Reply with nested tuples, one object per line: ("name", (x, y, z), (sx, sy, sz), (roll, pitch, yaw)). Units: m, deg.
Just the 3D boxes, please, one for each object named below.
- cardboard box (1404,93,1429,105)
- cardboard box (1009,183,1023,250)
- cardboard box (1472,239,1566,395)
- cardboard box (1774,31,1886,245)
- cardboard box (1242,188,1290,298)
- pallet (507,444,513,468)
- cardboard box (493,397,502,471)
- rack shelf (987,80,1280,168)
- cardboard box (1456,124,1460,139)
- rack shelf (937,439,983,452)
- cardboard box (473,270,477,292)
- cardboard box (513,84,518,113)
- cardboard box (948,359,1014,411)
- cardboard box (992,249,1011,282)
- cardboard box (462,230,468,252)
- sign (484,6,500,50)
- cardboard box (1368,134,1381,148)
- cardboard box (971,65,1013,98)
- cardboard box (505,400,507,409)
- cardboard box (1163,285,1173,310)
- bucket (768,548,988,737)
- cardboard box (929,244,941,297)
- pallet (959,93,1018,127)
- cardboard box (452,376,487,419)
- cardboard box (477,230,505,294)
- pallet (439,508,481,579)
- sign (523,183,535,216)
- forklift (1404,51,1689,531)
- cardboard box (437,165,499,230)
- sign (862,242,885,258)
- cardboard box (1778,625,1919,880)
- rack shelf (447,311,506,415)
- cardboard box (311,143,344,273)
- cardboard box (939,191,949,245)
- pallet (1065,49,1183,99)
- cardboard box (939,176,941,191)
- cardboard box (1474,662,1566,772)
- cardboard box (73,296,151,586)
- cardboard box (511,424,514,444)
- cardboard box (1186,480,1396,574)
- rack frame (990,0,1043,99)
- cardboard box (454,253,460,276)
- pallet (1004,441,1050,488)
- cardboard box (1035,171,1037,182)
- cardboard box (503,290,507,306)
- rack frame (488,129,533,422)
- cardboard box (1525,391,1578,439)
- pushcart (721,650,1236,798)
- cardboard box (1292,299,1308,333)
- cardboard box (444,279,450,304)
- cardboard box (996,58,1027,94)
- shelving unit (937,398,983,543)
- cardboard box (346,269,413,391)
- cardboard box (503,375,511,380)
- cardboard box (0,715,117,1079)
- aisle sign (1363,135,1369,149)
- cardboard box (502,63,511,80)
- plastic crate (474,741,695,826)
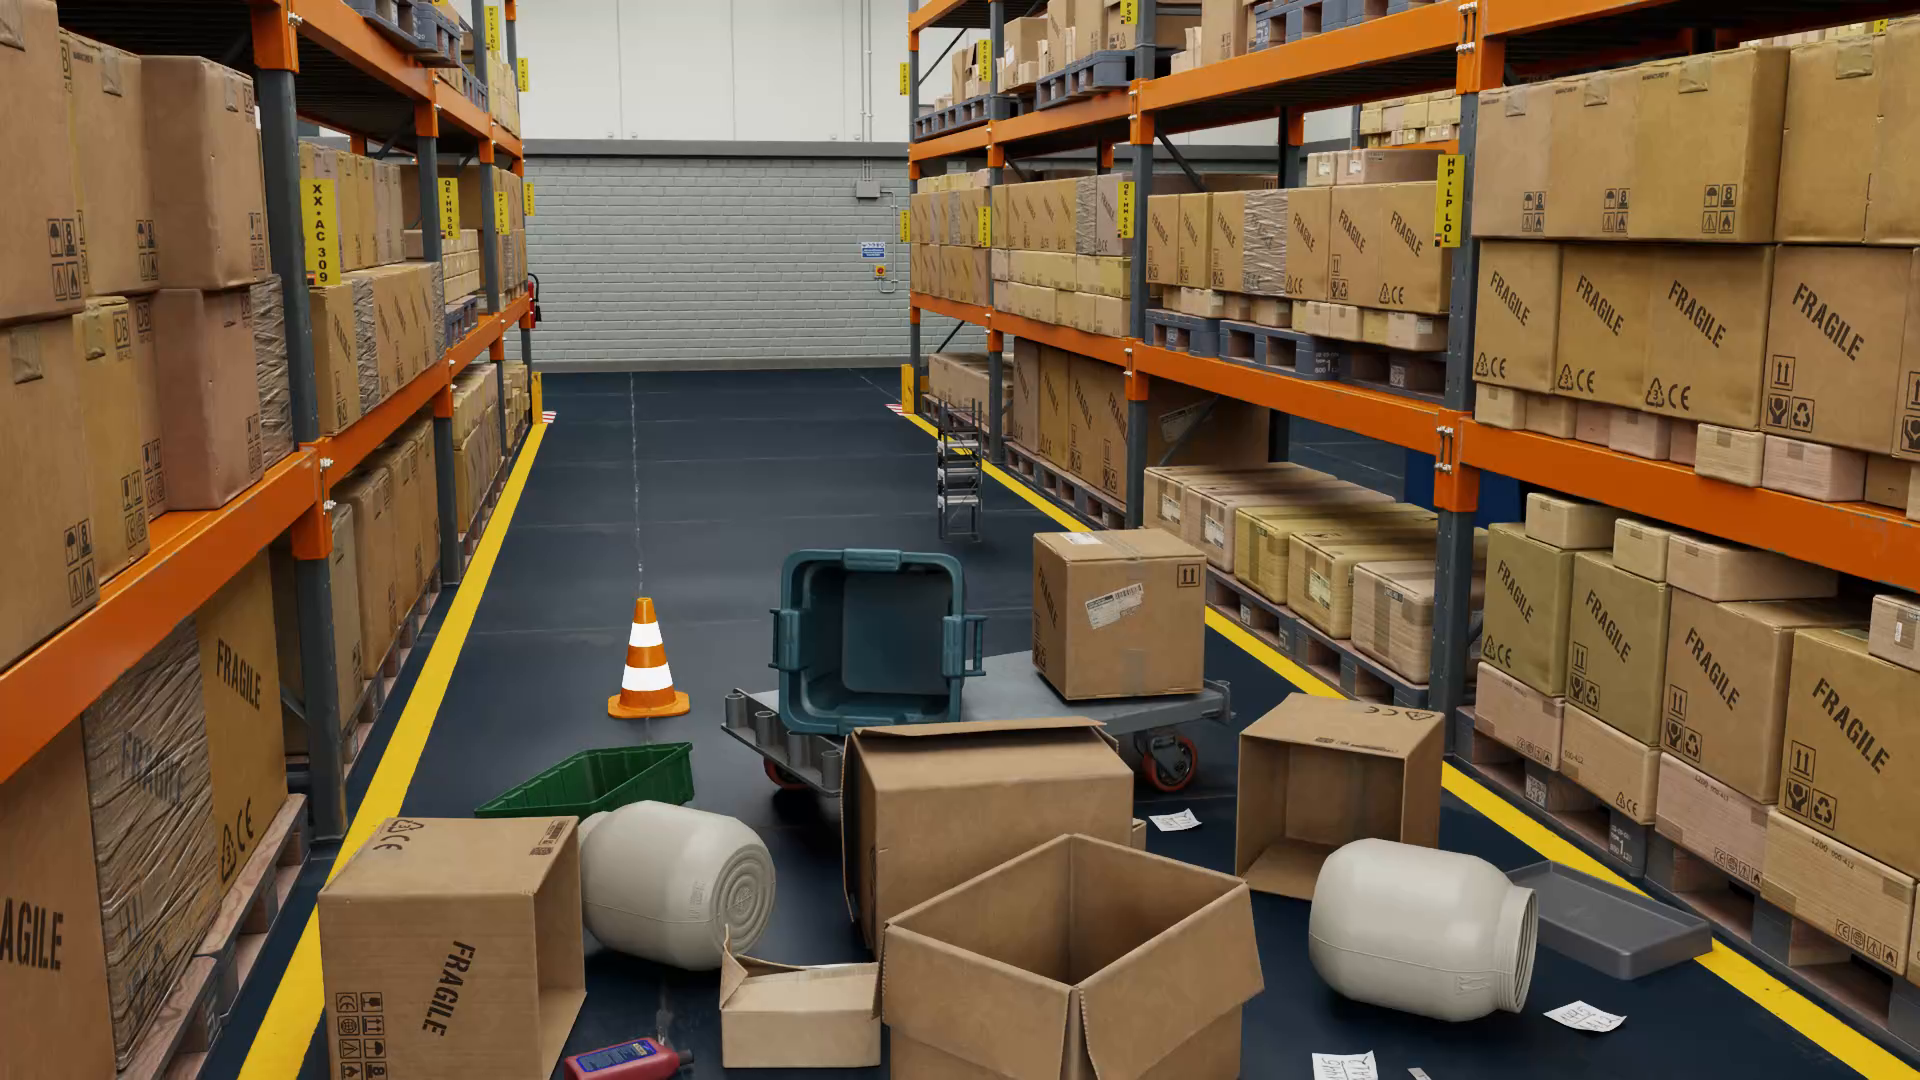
("cardboard box", (4.869, -4.568, 16.919), (0.500, 0.250, 0.500), (-2, 11, -12))
("cardboard box", (0.677, -2.494, 12.838), (0.500, 0.500, 0.500), (-2, 11, -11))
("cardboard box", (2.115, -0.775, 5.681), (0.500, 0.500, 0.500), (-2, 11, -11))
("cardboard box", (2.515, -0.988, 4.129), (0.700, 0.500, 0.500), (-2, 11, -11))
("cardboard box", (1.693, -1.430, 8.001), (0.500, 0.500, 0.500), (-3, 11, -13))
("pallet", (-4.254, -0.691, 13.762), (1.003, 0.211, 1.213), (-2, 11, -11))
("cardboard box", (-3.698, -0.791, 12.391), (0.500, 0.500, 0.500), (-2, 11, -12))
("rack shelf", (1.136, -2.891, 11.764), (1.077, 0.370, 4.000), (-2, 11, -11))
("cardboard box", (5.045, -3.960, 16.129), (0.380, 0.149, 0.250), (-2, 11, -10))
("rack shelf", (-0.002, -0.588, 10.593), (0.258, 0.077, 0.200), (-2, 11, -11))
("cardboard box", (-3.766, -1.909, 12.250), (0.380, 0.149, 0.250), (-2, 11, -11))
("cardboard box", (-4.528, -4.243, 16.007), (0.500, 0.250, 0.500), (-2, 11, -13))
("cardboard box", (0.382, -1.534, 16.462), (0.875, 0.438, 0.875), (-2, 11, -9))
("cardboard box", (0.556, -2.218, 13.394), (0.500, 0.250, 0.500), (-2, 11, -13))
("cardboard box", (-3.667, -2.103, 11.679), (0.380, 0.149, 0.250), (-2, 11, -11))
("sign", (-3.545, -3.881, 12.605), (0.100, 0.325, 0.005), (-2, 11, -11))
("cardboard box", (4.671, -4.336, 18.102), (0.380, 0.149, 0.250), (-2, 11, -10))
("cardboard box", (0.309, -3.906, 14.142), (0.396, 0.266, 0.258), (-2, 11, -9))
("cardboard box", (-4.146, -1.156, 14.456), (0.380, 0.149, 0.250), (-2, 11, -8))
("cardboard box", (1.406, -1.420, 9.686), (0.380, 0.149, 0.250), (-3, 11, -14))
("bucket", (-0.245, 0.331, 5.626), (0.726, 0.611, 0.620), (2, 1, 9))
("cardboard box", (-0.012, -2.636, 16.256), (0.500, 0.500, 0.500), (-2, 11, -11))
("pallet", (0.598, -3.718, 14.423), (1.003, 0.211, 1.213), (-2, 11, -11))
("cardboard box", (-3.493, -0.967, 11.312), (0.500, 0.250, 0.500), (-3, 11, -14))
("cardboard box", (-3.938, -2.234, 13.349), (0.500, 0.500, 0.500), (-2, 11, -12))
("pallet", (-3.462, 0.021, 10.021), (1.003, 0.211, 1.213), (-2, 11, -11))
("sign", (-4.319, -3.413, 16.665), (0.100, 0.325, 0.005), (-2, 11, -11))
("forklift", (3.607, -1.057, 8.410), (1.130, 2.935, 3.031), (-4, 12, -22))
("cardboard box", (-3.938, -2.717, 13.212), (0.500, 0.500, 0.500), (-2, 11, -10))
("sign", (-1.210, -4.047, 23.212), (0.327, 0.218, 0.001), (-2, 11, -11))
("cardboard box", (2.473, 0.514, 4.201), (0.500, 0.500, 0.500), (-2, 11, -12))
("rack shelf", (-3.700, -1.219, 11.001), (1.077, 0.370, 4.000), (-2, 11, -11))
("cardboard box", (-2.835, -1.290, 6.509), (0.700, 0.500, 0.500), (-2, 11, -11))
("cardboard box", (0.096, -3.033, 15.667), (0.500, 0.500, 0.500), (-2, 11, -11))
("pallet", (1.348, -2.901, 10.397), (1.213, 0.211, 1.003), (-2, 11, -8))
("cardboard box", (0.004, -3.416, 15.947), (0.380, 0.149, 0.250), (-2, 11, -10))
("cardboard box", (2.153, 0.592, 5.793), (0.500, 0.250, 0.500), (-3, 11, -14))
("cardboard box", (-2.129, -0.181, 3.225), (0.875, 0.550, 0.500), (-2, 11, -11))
("cardboard box", (-3.896, -0.872, 13.757), (0.380, 0.149, 0.250), (-2, 11, -9))
("cardboard box", (1.776, -0.080, 9.001), (0.950, 0.372, 0.625), (-2, 11, -12))
("rack frame", (0.747, -5.085, 13.343), (1.000, 3.000, 0.127), (-2, 11, -11))
("cardboard box", (-3.516, -1.816, 10.967), (0.380, 0.149, 0.250), (-2, 11, -9))
("pallet", (0.971, -0.629, 13.436), (1.003, 0.211, 1.213), (-2, 11, -11))
("cardboard box", (0.783, -3.156, 14.577), (0.380, 0.149, 0.250), (-2, 11, -12))
("cardboard box", (-4.082, -2.070, 14.220), (0.380, 0.149, 0.250), (-2, 11, -10))
("rack frame", (-4.867, -2.673, 16.716), (1.000, 3.000, 0.127), (-2, 11, -11))
("cardboard box", (2.149, -0.433, 5.621), (0.380, 0.149, 0.250), (-2, 11, -9))
("pushcart", (0.076, 0.710, 5.957), (1.648, 0.377, 0.936), (-6, 13, -31))
("cardboard box", (1.748, -1.025, 7.609), (0.380, 0.149, 0.250), (-2, 11, -11))
("cardboard box", (-3.359, -1.526, 10.239), (0.380, 0.149, 0.250), (-2, 11, -8))
("cardboard box", (0.501, -3.647, 13.048), (0.396, 0.266, 0.258), (-2, 11, -12))
("shelving unit", (-0.002, -0.444, 10.620), (0.258, 0.900, 0.210), (-2, 11, -11))
("cardboard box", (-2.664, -0.905, 7.159), (0.500, 0.500, 0.500), (-2, 11, -10))
("cardboard box", (-4.232, -1.395, 14.915), (0.380, 0.149, 0.250), (-2, 11, -11))
("cardboard box", (-2.125, 0.816, 2.946), (0.875, 0.875, 0.875), (-2, 11, -12))
("aisle sign", (4.536, -4.331, 18.477), (0.394, 0.787, 0.004), (-2, 11, -11))
("cardboard box", (-4.354, -4.323, 15.364), (0.380, 0.149, 0.250), (-2, 11, -10))
("plastic crate", (-1.214, 0.866, 5.493), (0.450, 0.188, 0.662), (-7, 8, 20))
